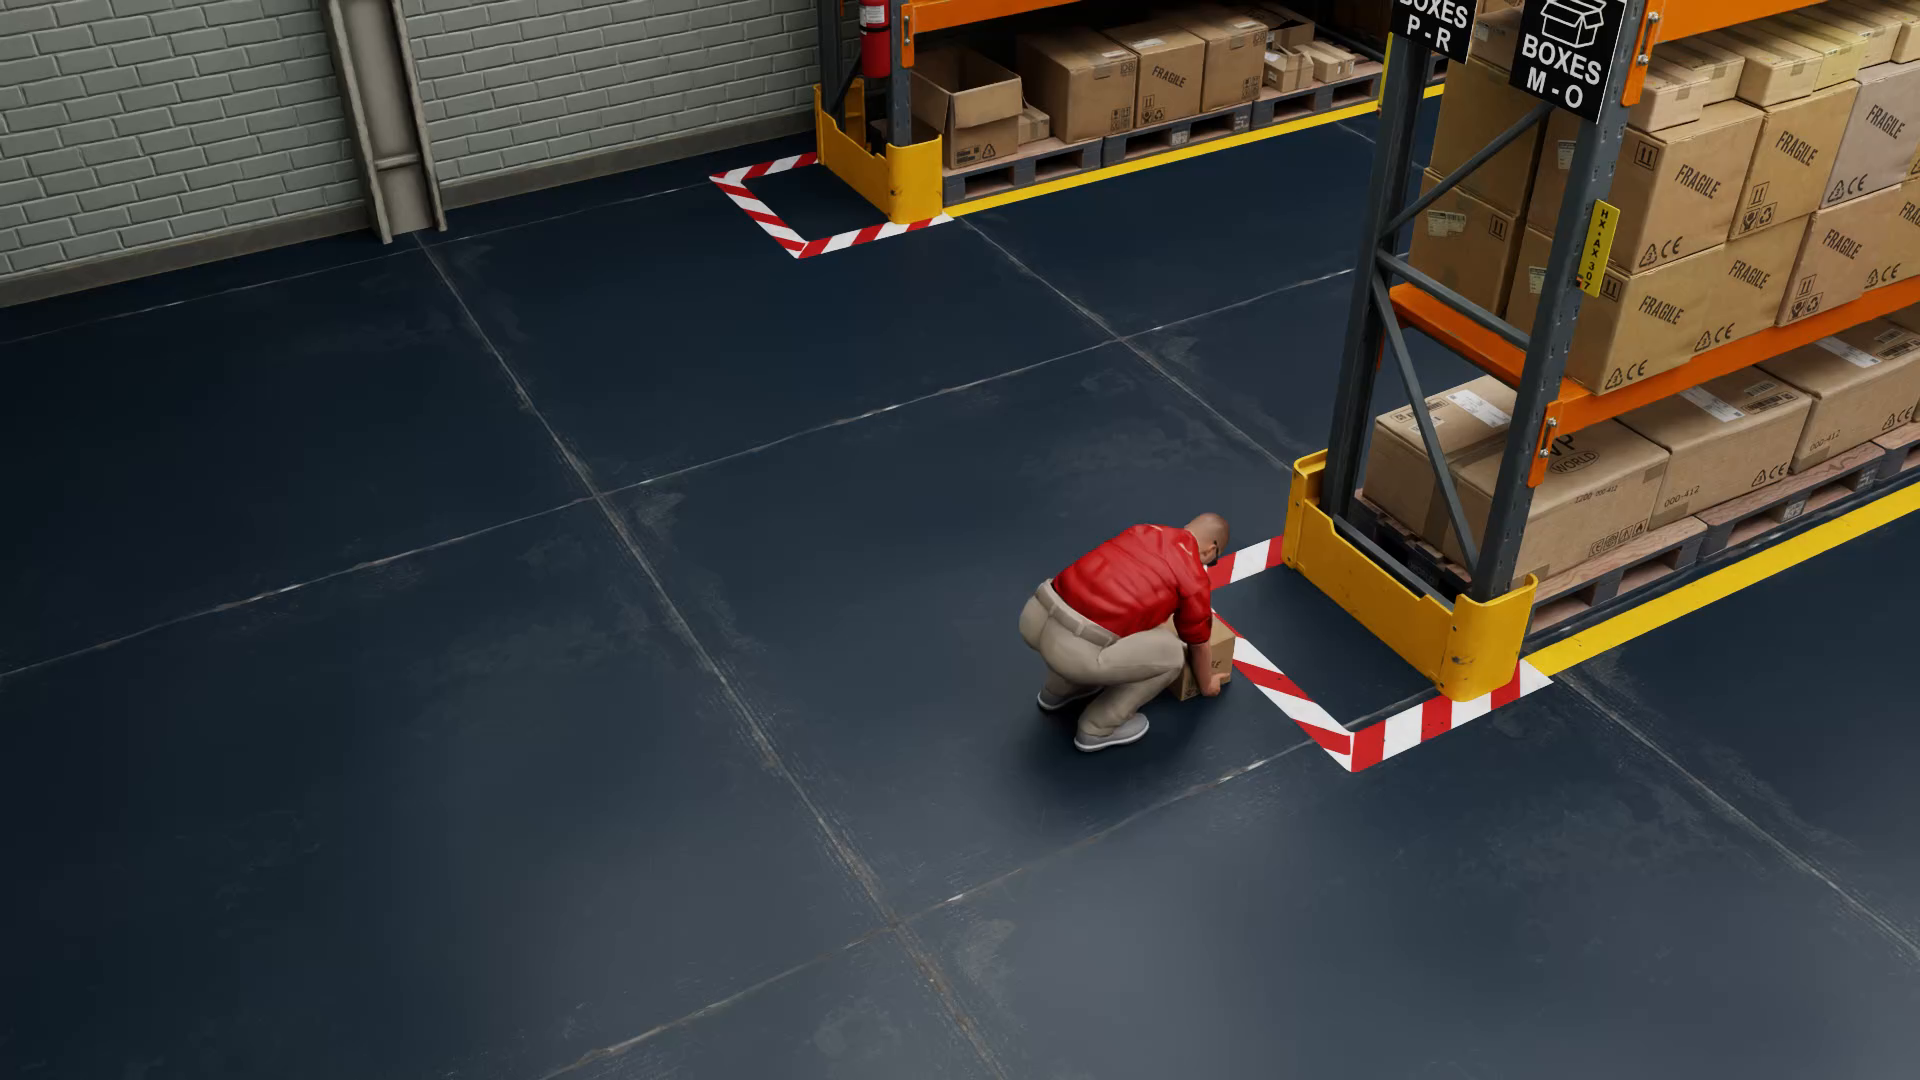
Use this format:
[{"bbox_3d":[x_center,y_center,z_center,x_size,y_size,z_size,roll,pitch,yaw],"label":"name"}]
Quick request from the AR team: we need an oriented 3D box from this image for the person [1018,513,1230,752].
[{"bbox_3d":[0.668,0.351,6.514,0.940,0.789,0.529,-20,41,-25],"label":"person"}]
